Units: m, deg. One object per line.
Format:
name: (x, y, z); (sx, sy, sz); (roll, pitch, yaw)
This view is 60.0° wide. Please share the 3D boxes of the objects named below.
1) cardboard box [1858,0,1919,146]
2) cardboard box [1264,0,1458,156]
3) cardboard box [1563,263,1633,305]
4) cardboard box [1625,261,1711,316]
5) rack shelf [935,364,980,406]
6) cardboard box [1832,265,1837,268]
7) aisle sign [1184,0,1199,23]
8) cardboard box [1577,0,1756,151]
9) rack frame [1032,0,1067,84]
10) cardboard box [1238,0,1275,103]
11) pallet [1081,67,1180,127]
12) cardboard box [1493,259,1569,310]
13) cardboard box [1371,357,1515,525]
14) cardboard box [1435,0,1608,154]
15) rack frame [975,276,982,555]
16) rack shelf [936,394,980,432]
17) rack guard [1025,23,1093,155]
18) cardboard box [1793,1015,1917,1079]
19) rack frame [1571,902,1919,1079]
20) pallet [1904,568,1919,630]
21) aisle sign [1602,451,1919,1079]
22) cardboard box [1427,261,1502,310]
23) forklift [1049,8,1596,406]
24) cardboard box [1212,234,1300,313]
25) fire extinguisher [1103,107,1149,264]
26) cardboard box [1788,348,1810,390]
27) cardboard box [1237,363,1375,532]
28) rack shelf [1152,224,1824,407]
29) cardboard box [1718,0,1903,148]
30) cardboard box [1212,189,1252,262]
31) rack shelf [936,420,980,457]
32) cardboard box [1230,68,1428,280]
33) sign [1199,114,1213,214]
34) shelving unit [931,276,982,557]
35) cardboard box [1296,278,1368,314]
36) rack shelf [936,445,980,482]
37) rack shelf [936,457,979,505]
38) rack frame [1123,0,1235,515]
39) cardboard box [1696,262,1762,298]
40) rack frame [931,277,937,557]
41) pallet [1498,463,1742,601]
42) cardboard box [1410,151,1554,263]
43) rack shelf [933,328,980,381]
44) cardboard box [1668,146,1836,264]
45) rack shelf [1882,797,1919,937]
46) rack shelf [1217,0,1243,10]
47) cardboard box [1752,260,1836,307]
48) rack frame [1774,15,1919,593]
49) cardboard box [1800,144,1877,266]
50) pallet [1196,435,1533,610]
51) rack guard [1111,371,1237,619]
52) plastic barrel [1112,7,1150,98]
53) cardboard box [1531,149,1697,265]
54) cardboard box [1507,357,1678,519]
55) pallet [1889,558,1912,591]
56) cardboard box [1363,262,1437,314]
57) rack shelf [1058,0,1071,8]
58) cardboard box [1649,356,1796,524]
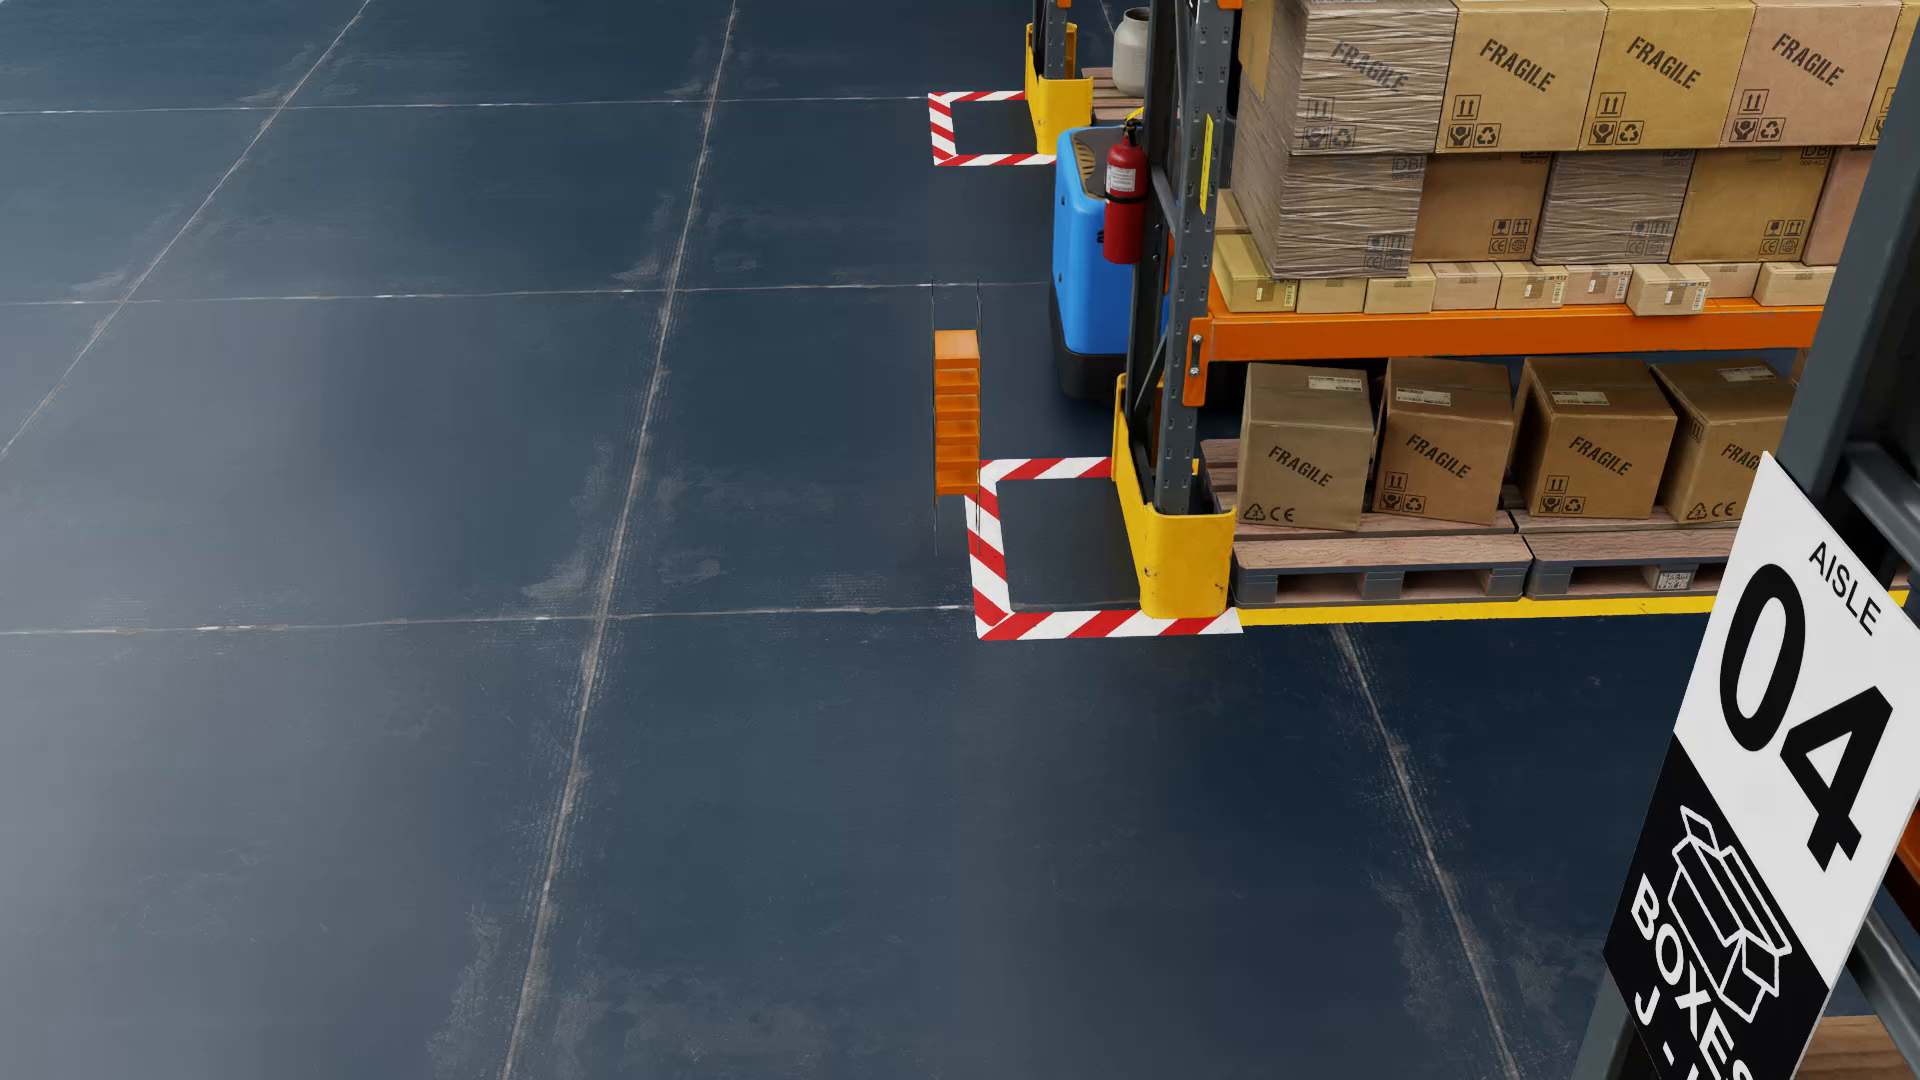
cardboard box: (3.380, -1.730, 5.886); (0.500, 0.500, 0.500); (-2, 35, -2)
cardboard box: (1.382, -1.678, 5.811); (0.500, 0.500, 0.500); (-2, 35, -2)
cardboard box: (2.364, -1.050, 6.352); (0.250, 0.149, 0.380); (-2, 35, -2)
cardboard box: (2.619, -0.998, 6.277); (0.250, 0.149, 0.380); (-2, 35, -2)
rack shelf: (-0.015, -0.654, 6.797); (0.180, 0.103, 0.258); (-2, 35, -2)
cardboard box: (3.364, -1.070, 6.381); (0.250, 0.149, 0.380); (-2, 35, -2)
aisle sign: (0.772, -2.140, 5.422); (0.004, 0.787, 0.394); (-2, 35, -2)
cardboard box: (2.382, -1.702, 5.845); (0.500, 0.500, 0.500); (-2, 35, -2)
rack frame: (0.586, -4.059, 10.479); (0.127, 3.000, 1.000); (-2, 35, -2)
cardboard box: (1.358, -1.973, 6.238); (0.500, 0.500, 0.500); (-2, 35, -2)
pallet: (1.471, -2.960, 11.342); (1.213, 0.211, 1.003); (-2, 35, -2)
cardboard box: (2.116, -1.028, 6.320); (0.250, 0.149, 0.380); (-2, 35, -2)
cardboard box: (2.040, -0.431, 7.065); (0.500, 0.500, 0.500); (7, 35, 10)
cardboard box: (1.882, -1.688, 5.825); (0.500, 0.500, 0.500); (-2, 35, -2)
rack frame: (0.077, -0.496, 6.911); (0.006, 1.200, 0.240); (-2, 35, -2)
rack shelf: (-0.015, -0.555, 6.865); (0.180, 0.103, 0.258); (-2, 35, -2)
rack guard: (0.659, -3.060, 11.232); (0.348, 0.500, 1.175); (-2, 35, -2)
cardboard box: (1.326, 1.085, 1.966); (0.550, 0.550, 0.875); (-2, 35, -2)
rack frame: (0.954, 1.579, 2.333); (0.127, 3.000, 1.000); (-2, 35, -2)
pallet: (1.694, 0.356, 1.542); (1.213, 0.211, 1.003); (-2, 35, -2)
aisle sign: (0.869, 0.341, 1.837); (0.004, 0.787, 0.394); (-2, 35, -2)
cardboard box: (1.866, -1.025, 6.316); (0.250, 0.149, 0.380); (-2, 35, -2)
forklift: (2.003, -2.158, 7.792); (3.031, 2.935, 1.130); (-1, 35, -2)
cardboard box: (1.116, -1.012, 6.298); (0.250, 0.149, 0.380); (-2, 35, -2)
fire extinguisher: (0.684, -1.471, 6.807); (0.183, 0.674, 0.296); (-2, 35, -2)
cardboard box: (3.842, -0.488, 7.147); (0.500, 0.500, 0.500); (9, 36, 13)
cardboard box: (1.445, -0.396, 7.013); (0.500, 0.500, 0.500); (5, 35, 7)
rack shelf: (2.818, -1.002, 6.694); (4.000, 0.370, 1.077); (-2, 35, -2)
cardboard box: (2.881, -1.719, 5.870); (0.500, 0.500, 0.500); (-2, 35, -2)
cardboard box: (1.095, -1.265, 6.663); (0.250, 0.149, 0.380); (-2, 35, -2)
rack shelf: (-0.015, -0.456, 6.933); (0.180, 0.103, 0.258); (-2, 35, -2)
cardboard box: (1.371, -1.406, 6.297); (0.500, 0.500, 0.875); (-2, 35, -2)
sign: (0.846, -1.291, 5.719); (0.005, 0.325, 0.100); (-2, 35, -2)
shelving unit: (-0.015, -0.493, 6.908); (0.189, 1.200, 0.258); (-2, 35, -2)
cardboard box: (1.367, -1.008, 6.292); (0.250, 0.149, 0.380); (-2, 35, -2)
rack shelf: (-0.015, -0.358, 7.002); (0.180, 0.103, 0.258); (-2, 35, -2)
rack shelf: (-0.015, -0.259, 7.070); (0.180, 0.103, 0.258); (-2, 35, -2)
rack frame: (0.820, -1.244, 6.411); (0.127, 3.000, 1.000); (-2, 35, -2)
cardboard box: (2.862, -1.080, 6.395); (0.250, 0.149, 0.380); (-2, 35, -2)
rack frame: (-0.106, -0.491, 6.904); (0.006, 1.200, 0.240); (-2, 35, -2)
pallet: (2.925, -0.132, 7.255); (1.213, 0.211, 1.003); (-2, 35, -2)
cardboard box: (1.865, -1.488, 6.415); (0.500, 0.500, 0.875); (-2, 35, -2)
rack shelf: (-0.015, -0.752, 6.728); (0.180, 0.103, 0.258); (-2, 35, -2)
cardboard box: (2.866, -1.484, 6.409); (0.500, 0.500, 0.875); (-2, 35, -2)
rack shelf: (2.952, 0.587, 1.762); (4.000, 0.370, 1.077); (-2, 35, -2)
rack shelf: (2.818, -2.235, 5.840); (4.000, 0.370, 1.077); (-2, 35, -2)
cardboard box: (3.116, -1.043, 6.342); (0.250, 0.149, 0.380); (-2, 35, -2)
rack frame: (0.954, -0.888, 0.626); (0.127, 3.000, 1.000); (-2, 35, -2)
cardboard box: (3.367, -1.474, 6.394); (0.500, 0.500, 0.875); (-2, 35, -2)
pallet: (1.709, -0.101, 7.210); (1.213, 0.211, 1.003); (-2, 35, -2)
rack guard: (0.896, -0.218, 7.125); (0.348, 0.500, 1.175); (-2, 35, -2)
plastic barrel: (1.239, -3.270, 11.156); (0.421, 0.512, 0.421); (0, 35, 0)
cardboard box: (2.366, -1.477, 6.399); (0.500, 0.500, 0.875); (-2, 35, -2)
cardboard box: (2.666, -0.437, 7.074); (0.500, 0.500, 0.500); (2, 35, 2)
pallet: (4.146, -0.167, 7.305); (1.213, 0.211, 1.003); (-2, 35, -2)
cardboard box: (1.617, -1.007, 6.289); (0.250, 0.149, 0.380); (-2, 35, -2)
rack shelf: (2.583, -3.817, 10.762); (4.000, 0.370, 1.077); (-2, 35, -2)
cardboard box: (3.226, -0.427, 7.059); (0.500, 0.500, 0.500); (-4, 35, -6)
